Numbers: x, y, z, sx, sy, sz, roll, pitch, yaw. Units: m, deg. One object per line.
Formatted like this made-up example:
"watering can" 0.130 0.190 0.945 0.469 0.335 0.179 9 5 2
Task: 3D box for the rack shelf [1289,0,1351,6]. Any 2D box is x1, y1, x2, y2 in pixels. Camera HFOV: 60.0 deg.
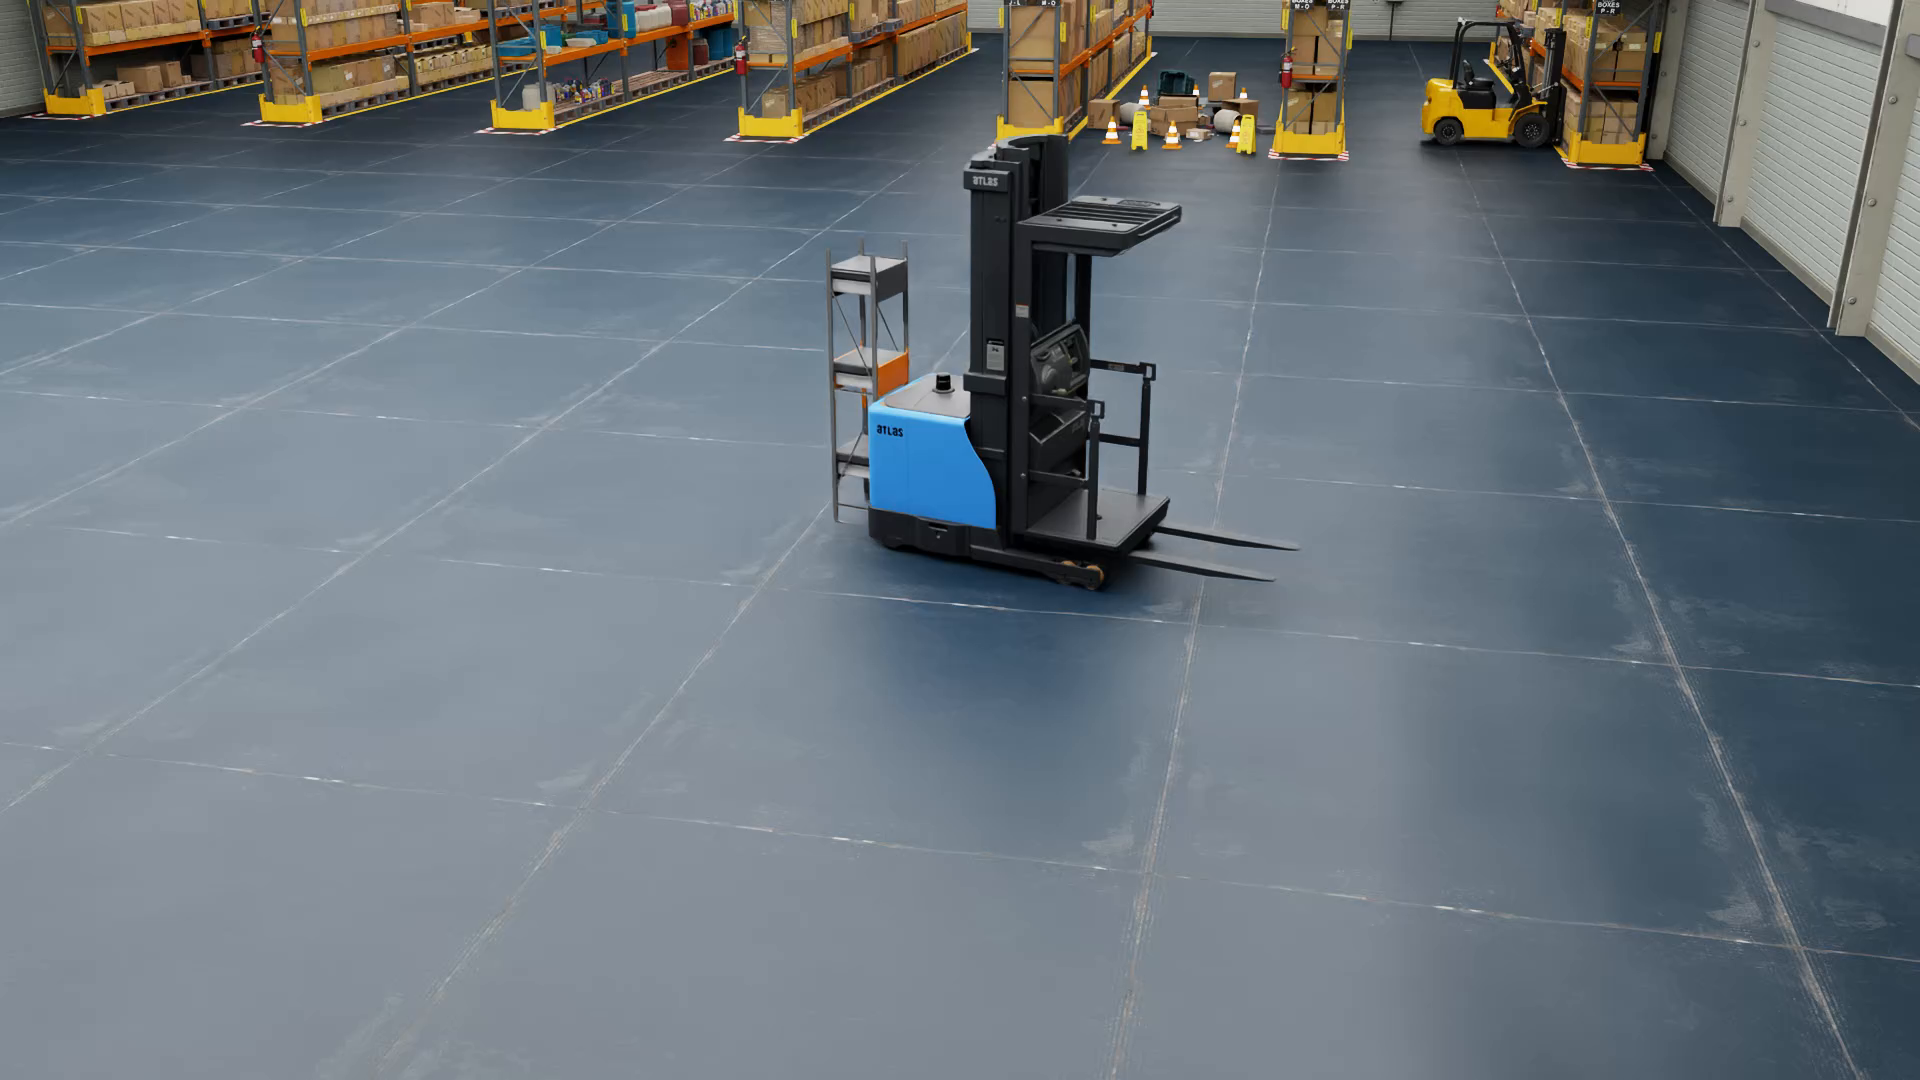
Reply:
"rack shelf" 6.546 -10.013 30.147 1.077 0.370 4.000 4 22 11

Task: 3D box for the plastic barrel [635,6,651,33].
"plastic barrel" -7.036 -11.484 36.671 0.433 0.535 0.433 0 22 0

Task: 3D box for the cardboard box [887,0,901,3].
"cardboard box" -1.766 -12.683 38.352 0.797 0.503 0.637 5 23 13

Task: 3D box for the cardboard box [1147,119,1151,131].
"cardboard box" 3.540 -7.989 31.836 0.396 0.266 0.258 8 23 20

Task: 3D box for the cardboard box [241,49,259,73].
"cardboard box" -16.961 -11.266 39.069 0.700 0.500 0.500 5 22 12

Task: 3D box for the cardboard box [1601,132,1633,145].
"cardboard box" 11.290 -6.930 28.665 0.500 0.250 0.500 5 22 11

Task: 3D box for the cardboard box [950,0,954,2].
"cardboard box" -0.448 -14.139 43.248 0.500 0.250 0.500 4 22 11

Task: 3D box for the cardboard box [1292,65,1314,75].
"cardboard box" 6.005 -8.260 29.184 0.380 0.149 0.250 5 23 13

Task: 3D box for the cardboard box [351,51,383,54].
"cardboard box" -12.845 -10.320 36.077 0.500 0.500 0.500 4 22 11

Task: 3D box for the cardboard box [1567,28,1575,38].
"cardboard box" 11.237 -9.187 30.148 0.380 0.149 0.250 4 22 10

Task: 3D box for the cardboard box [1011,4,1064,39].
"cardboard box" 1.385 -9.267 29.702 0.875 0.550 0.550 4 22 11

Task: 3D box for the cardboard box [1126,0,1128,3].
"cardboard box" 3.832 -13.008 40.013 0.380 0.149 0.250 5 23 13

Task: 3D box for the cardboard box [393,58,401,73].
"cardboard box" -12.642 -10.548 36.896 0.500 0.311 0.500 4 22 11

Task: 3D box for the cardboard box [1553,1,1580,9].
"cardboard box" 12.889 -11.190 35.426 0.500 0.500 0.500 6 23 13

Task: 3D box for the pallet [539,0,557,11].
"pallet" -11.082 -13.751 42.739 1.003 0.211 1.213 4 22 11

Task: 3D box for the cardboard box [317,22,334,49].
"cardboard box" -13.050 -10.144 33.392 0.700 0.500 0.500 5 22 12

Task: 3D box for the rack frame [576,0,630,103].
"rack frame" -7.596 -10.819 35.203 1.000 3.000 0.127 4 22 11

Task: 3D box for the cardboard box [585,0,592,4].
"cardboard box" -10.235 -14.706 44.720 0.500 0.500 0.500 4 22 11

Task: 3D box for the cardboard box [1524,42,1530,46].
"cardboard box" 13.107 -11.500 38.409 0.380 0.149 0.250 3 22 8

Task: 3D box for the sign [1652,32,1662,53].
"sign" 11.540 -8.240 27.534 0.100 0.325 0.005 4 22 11

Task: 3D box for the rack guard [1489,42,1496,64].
"rack guard" 14.247 -12.511 42.748 1.175 0.500 0.348 4 22 11

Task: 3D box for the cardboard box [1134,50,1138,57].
"cardboard box" 4.334 -12.411 42.409 0.380 0.149 0.250 4 22 9

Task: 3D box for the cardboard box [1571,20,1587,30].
"cardboard box" 11.271 -9.321 30.082 0.380 0.149 0.250 4 22 10

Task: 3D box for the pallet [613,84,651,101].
"pallet" -7.474 -9.816 36.444 1.003 0.211 1.213 4 22 11

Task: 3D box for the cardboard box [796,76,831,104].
"cardboard box" -2.977 -9.124 33.776 0.500 0.500 0.500 12 25 28

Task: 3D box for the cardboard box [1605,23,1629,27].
"cardboard box" 11.670 -9.099 29.530 0.380 0.149 0.250 5 22 12

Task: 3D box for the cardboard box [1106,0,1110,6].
"cardboard box" 3.189 -12.000 37.111 0.380 0.149 0.250 4 22 11

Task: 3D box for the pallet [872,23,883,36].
"pallet" -2.295 -11.089 36.128 1.003 0.211 1.213 4 22 11

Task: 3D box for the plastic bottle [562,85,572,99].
"plastic bottle" -8.142 -9.270 34.412 0.152 0.276 0.135 4 22 11

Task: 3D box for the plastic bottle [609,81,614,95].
"plastic bottle" -7.371 -9.562 35.129 0.061 0.283 0.133 6 23 14

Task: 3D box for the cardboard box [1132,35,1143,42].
"cardboard box" 4.525 -12.967 42.992 0.380 0.149 0.250 5 23 13

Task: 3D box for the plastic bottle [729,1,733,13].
"plastic bottle" -5.802 -13.385 41.740 0.152 0.276 0.135 4 22 11

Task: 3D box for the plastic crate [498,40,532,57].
"plastic crate" -8.603 -9.493 32.109 0.499 0.251 0.616 4 22 11

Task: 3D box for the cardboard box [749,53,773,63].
"cardboard box" -3.707 -8.982 30.978 0.380 0.149 0.250 4 22 11

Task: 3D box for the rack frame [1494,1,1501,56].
"rack frame" 14.263 -13.698 42.350 1.000 3.000 0.127 4 22 11

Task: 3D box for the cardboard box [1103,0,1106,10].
"cardboard box" 2.803 -11.836 36.256 0.700 0.500 0.500 4 22 11

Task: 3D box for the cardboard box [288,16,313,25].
"cardboard box" -12.970 -10.210 32.687 0.380 0.149 0.250 4 22 11

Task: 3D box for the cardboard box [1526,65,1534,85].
"cardboard box" 12.506 -9.979 35.899 0.500 0.500 0.500 5 22 12

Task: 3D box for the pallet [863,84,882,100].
"pallet" -2.343 -9.881 36.605 1.003 0.211 1.213 4 22 11

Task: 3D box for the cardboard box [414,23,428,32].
"cardboard box" -12.063 -11.390 36.956 0.380 0.149 0.250 4 22 11

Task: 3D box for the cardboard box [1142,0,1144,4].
"cardboard box" 4.381 -13.860 42.221 0.500 0.500 0.500 6 23 14

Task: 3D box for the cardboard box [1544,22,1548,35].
"cardboard box" 11.994 -10.229 33.269 0.500 0.250 0.500 5 22 12

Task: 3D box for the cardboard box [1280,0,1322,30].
"cardboard box" 6.143 -9.454 29.942 0.700 0.500 0.500 4 22 10

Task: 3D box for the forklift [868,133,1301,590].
"forklift" 0.881 -1.243 11.515 3.031 2.935 1.130 10 24 24

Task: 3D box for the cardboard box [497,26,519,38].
"cardboard box" -11.455 -12.809 41.896 0.500 0.250 0.500 4 22 10

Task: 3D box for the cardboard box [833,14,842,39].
"cardboard box" -2.899 -10.466 33.794 0.875 0.500 0.500 4 22 11

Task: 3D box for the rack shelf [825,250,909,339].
"rack shelf" -0.675 -1.802 12.181 0.431 0.518 0.480 10 24 24

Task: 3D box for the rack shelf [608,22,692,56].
"rack shelf" -7.188 -11.217 37.153 1.077 0.370 4.000 4 22 11

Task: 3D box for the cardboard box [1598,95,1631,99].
"cardboard box" 11.380 -7.574 28.924 0.500 0.250 0.500 4 22 11

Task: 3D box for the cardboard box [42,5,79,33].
"cardboard box" -18.223 -10.588 33.798 0.500 0.500 0.500 4 22 10

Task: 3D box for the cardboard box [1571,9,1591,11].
"cardboard box" 12.818 -10.881 34.353 0.380 0.149 0.250 5 22 12

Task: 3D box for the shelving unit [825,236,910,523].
"shelving unit" -0.675 -1.166 12.437 0.431 2.100 0.503 10 24 24
